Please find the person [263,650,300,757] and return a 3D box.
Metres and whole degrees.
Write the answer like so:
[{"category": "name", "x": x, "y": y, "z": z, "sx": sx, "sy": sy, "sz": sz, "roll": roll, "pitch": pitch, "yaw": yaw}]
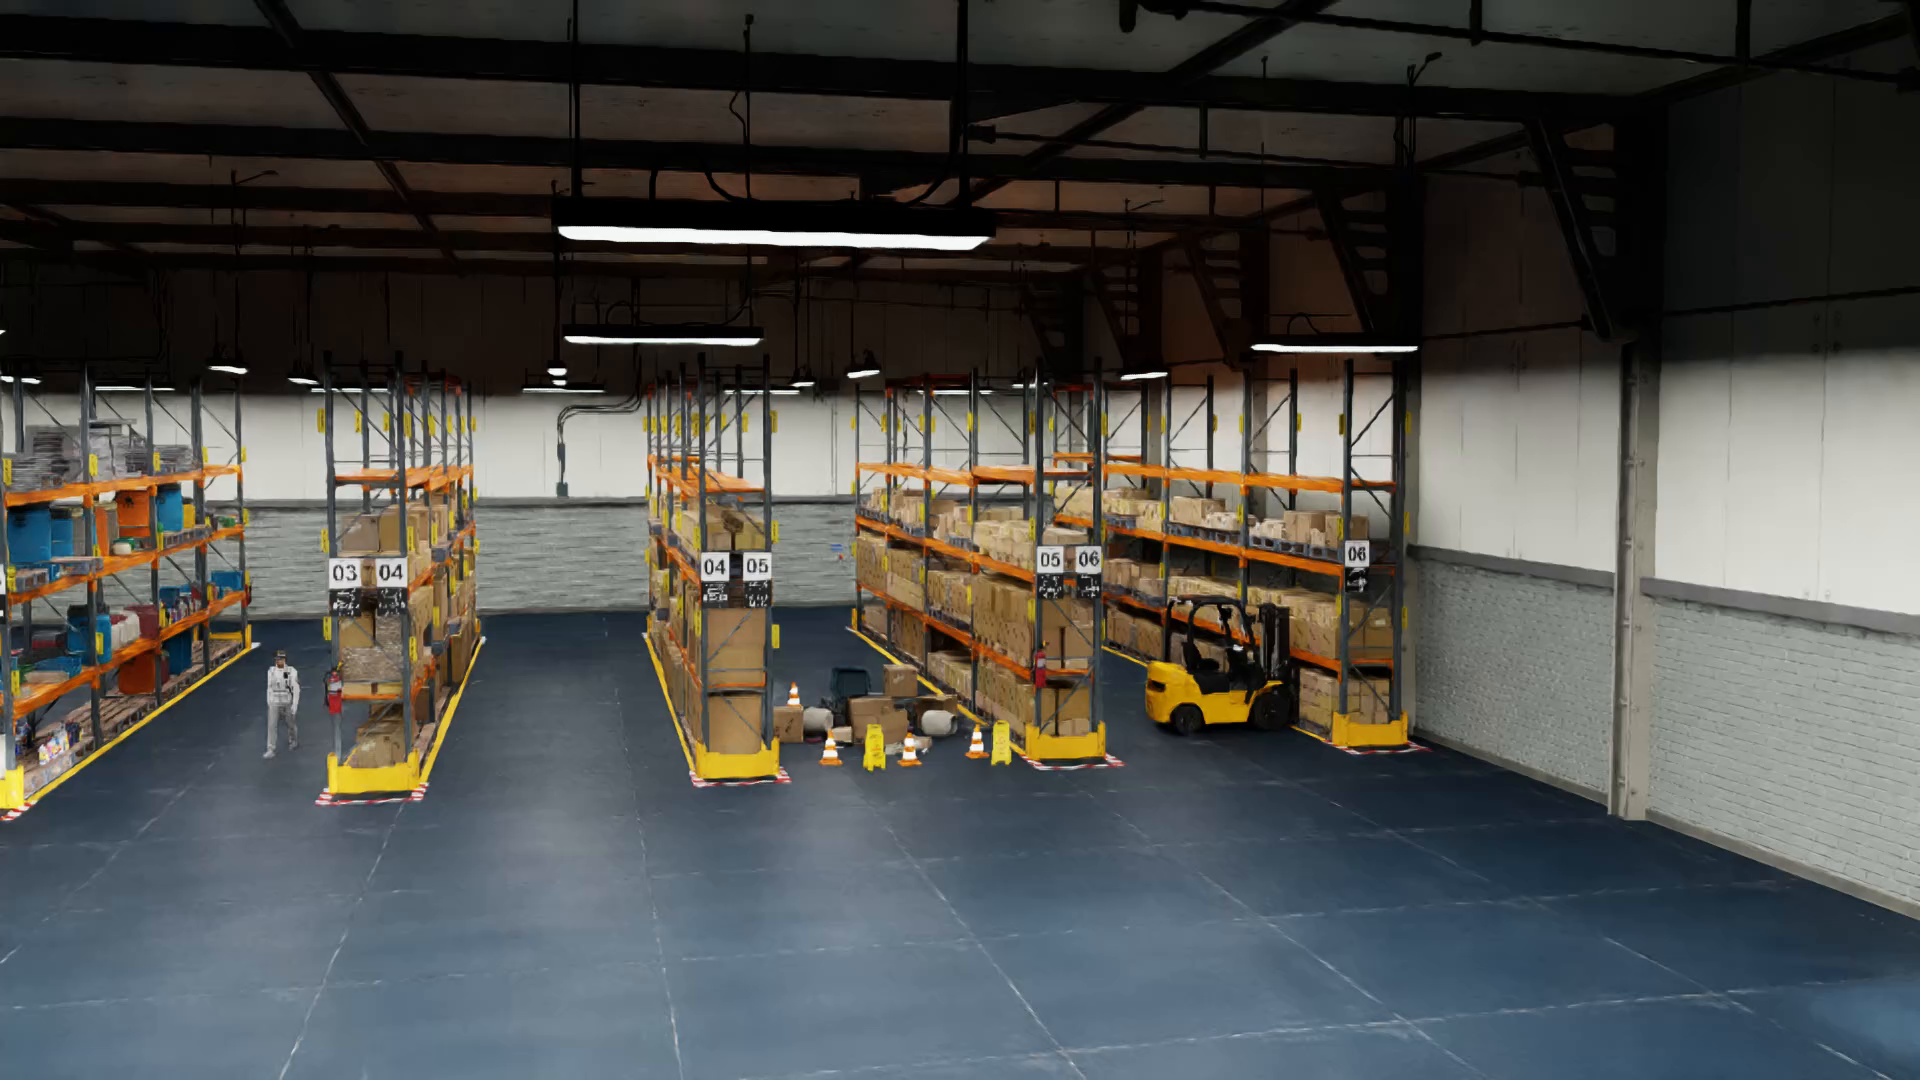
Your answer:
[{"category": "person", "x": -10.244, "y": 2.433, "z": 25.151, "sx": 0.490, "sy": 1.586, "sz": 1.068, "roll": -1, "pitch": 4, "yaw": -11}]
